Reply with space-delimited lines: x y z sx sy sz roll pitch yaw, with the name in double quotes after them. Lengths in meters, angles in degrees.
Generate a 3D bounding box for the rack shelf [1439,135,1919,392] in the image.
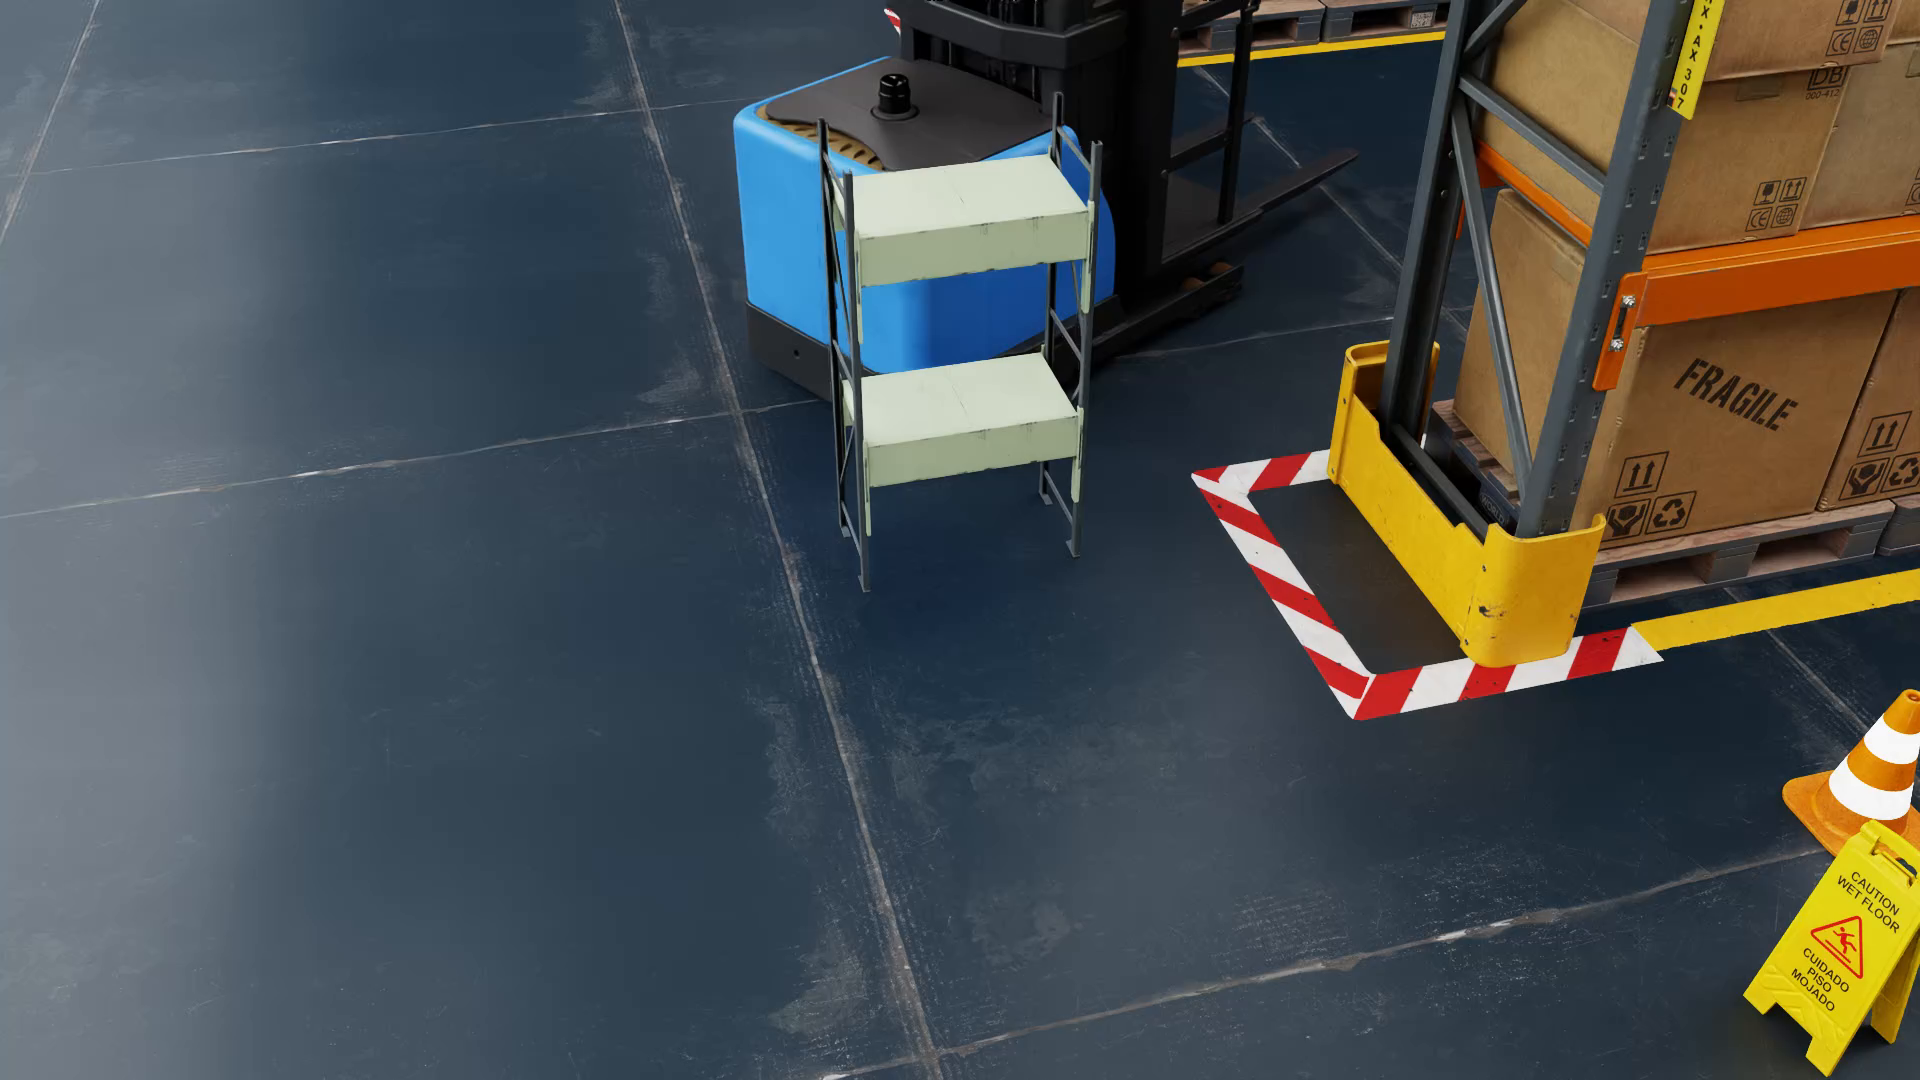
3.597 -1.185 5.422 4.000 0.370 1.077 -9 38 -12 "rack shelf"

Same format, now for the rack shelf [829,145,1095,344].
-0.006 -0.905 5.056 0.720 0.370 0.431 -9 38 -12 "rack shelf"

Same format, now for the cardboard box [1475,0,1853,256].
2.012 -1.298 4.855 0.550 0.550 0.875 -9 38 -12 "cardboard box"

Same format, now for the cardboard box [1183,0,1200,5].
1.078 -3.342 9.362 0.500 0.500 0.500 -3 37 -3 "cardboard box"

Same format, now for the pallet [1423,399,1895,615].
2.418 -0.218 5.862 1.213 0.211 1.003 -9 38 -12 "pallet"

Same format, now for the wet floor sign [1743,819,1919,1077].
2.154 0.948 3.980 0.232 0.644 0.267 -16 40 -20 "wet floor sign"

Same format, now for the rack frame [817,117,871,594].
-0.360 -0.537 5.217 0.023 1.500 0.400 -9 38 -12 "rack frame"

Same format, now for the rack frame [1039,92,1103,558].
0.347 -0.653 5.369 0.023 1.500 0.400 -9 38 -12 "rack frame"

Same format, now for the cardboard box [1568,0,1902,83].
2.034 -1.678 4.463 0.550 0.550 0.875 -9 38 -12 "cardboard box"

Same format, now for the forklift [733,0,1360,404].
0.559 -2.291 6.333 3.031 2.935 1.130 -31 47 -34 "forklift"

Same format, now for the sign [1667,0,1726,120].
1.805 -1.202 4.075 0.005 0.325 0.100 -9 38 -12 "sign"

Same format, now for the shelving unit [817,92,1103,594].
-0.006 -0.595 5.293 0.755 1.500 0.431 -9 38 -12 "shelving unit"

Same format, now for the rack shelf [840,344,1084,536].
-0.006 -0.336 5.491 0.720 0.370 0.431 -9 38 -12 "rack shelf"

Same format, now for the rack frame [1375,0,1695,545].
1.666 -1.154 4.789 0.127 3.000 1.000 -9 38 -12 "rack frame"

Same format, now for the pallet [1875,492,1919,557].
3.593 -0.410 6.112 1.213 0.211 1.003 -9 38 -12 "pallet"

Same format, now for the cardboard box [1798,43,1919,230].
2.538 -1.398 4.986 0.550 0.550 0.875 -9 38 -12 "cardboard box"

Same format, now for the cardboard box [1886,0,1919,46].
2.541 -1.819 4.647 0.550 0.550 0.875 -9 38 -12 "cardboard box"

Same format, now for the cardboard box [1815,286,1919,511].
3.152 -0.763 5.682 0.875 0.875 0.875 -10 39 -13 "cardboard box"

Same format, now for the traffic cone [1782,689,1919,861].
2.549 0.603 4.581 0.334 0.463 0.336 -9 38 -12 "traffic cone"

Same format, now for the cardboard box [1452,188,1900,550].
2.304 -0.623 5.498 0.875 0.875 0.875 -9 38 -12 "cardboard box"

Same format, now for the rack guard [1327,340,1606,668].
1.643 -0.157 5.544 0.348 0.500 1.175 -9 38 -12 "rack guard"
